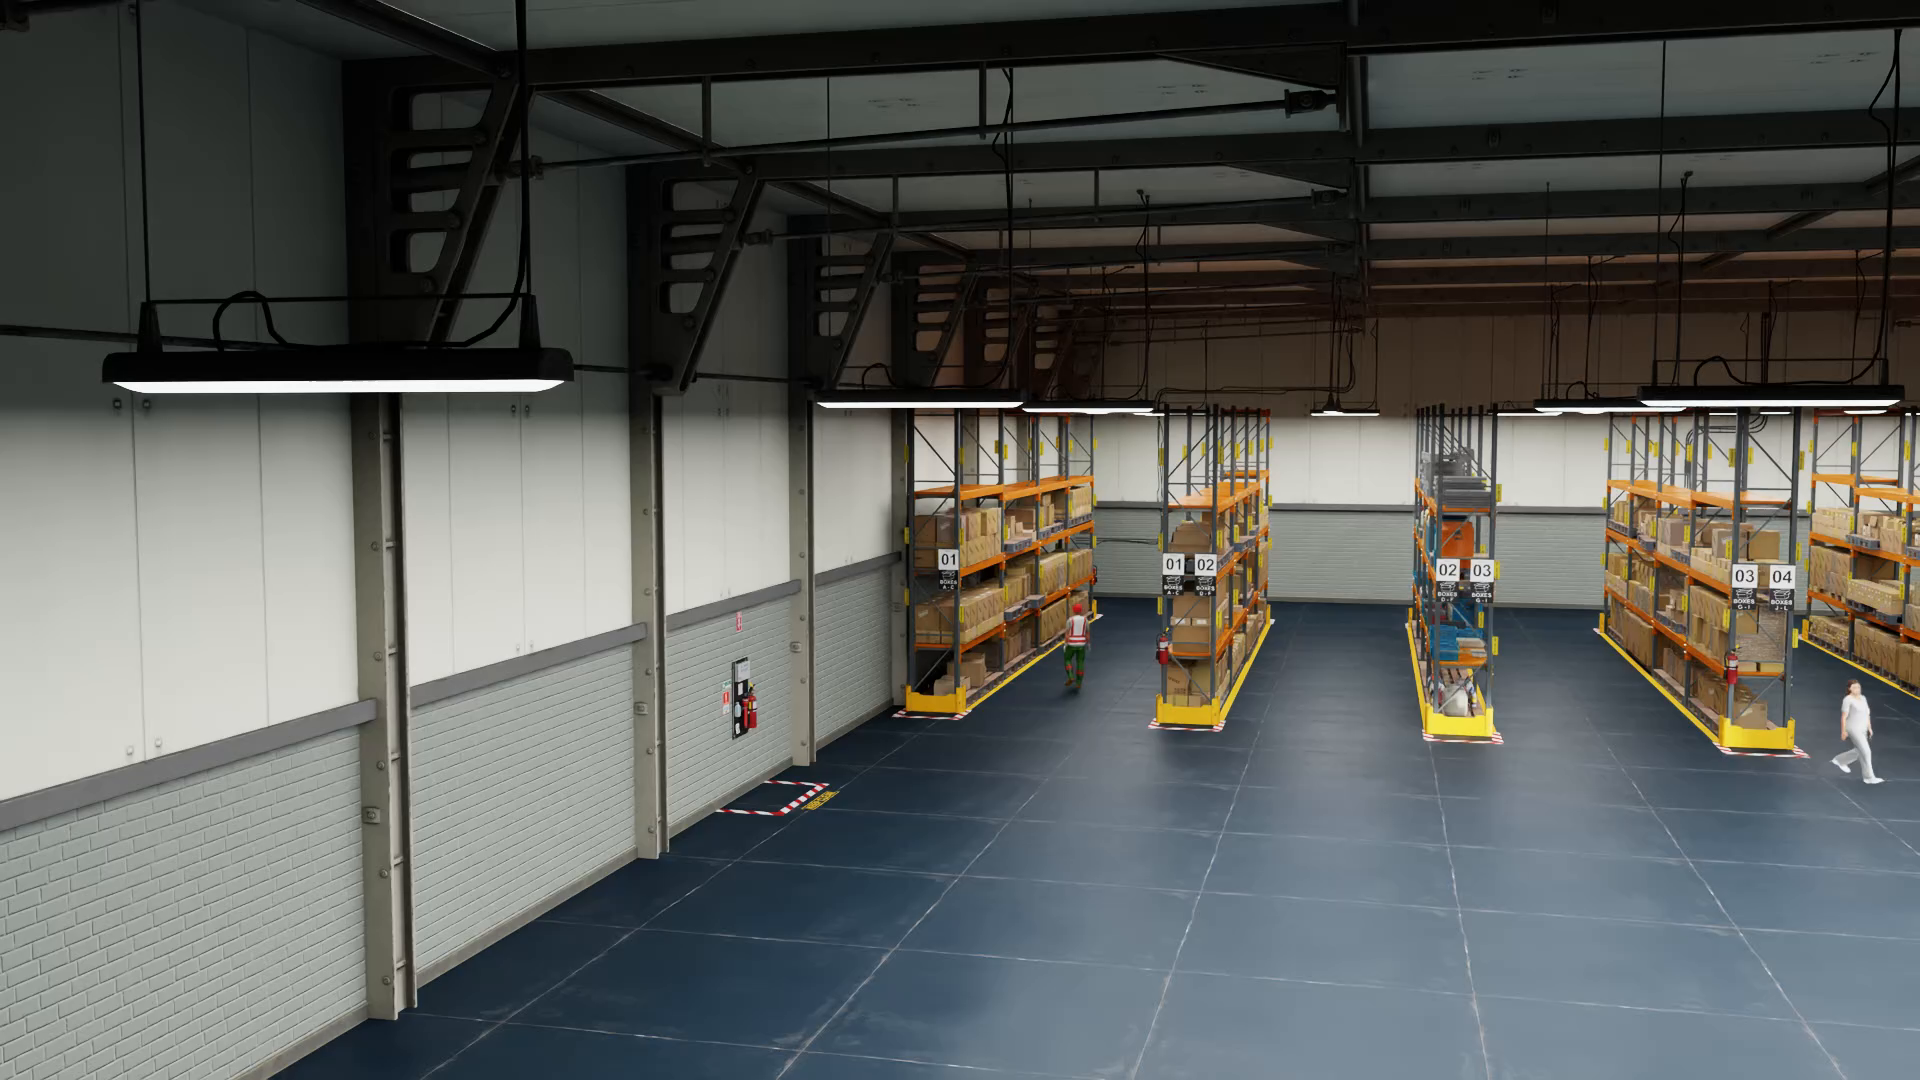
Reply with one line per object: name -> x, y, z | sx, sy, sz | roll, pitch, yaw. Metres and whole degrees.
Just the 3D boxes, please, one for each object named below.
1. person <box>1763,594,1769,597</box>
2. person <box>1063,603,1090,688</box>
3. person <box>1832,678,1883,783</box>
person -> 21.476, 1.719, 44.168 | 0.702, 1.544, 0.447 | -2, 5, -26
person -> 2.491, 2.249, 35.433 | 0.602, 1.790, 0.467 | -1, 4, -12
person -> 14.171, 2.996, 26.284 | 0.450, 1.623, 0.910 | -2, 5, -27
